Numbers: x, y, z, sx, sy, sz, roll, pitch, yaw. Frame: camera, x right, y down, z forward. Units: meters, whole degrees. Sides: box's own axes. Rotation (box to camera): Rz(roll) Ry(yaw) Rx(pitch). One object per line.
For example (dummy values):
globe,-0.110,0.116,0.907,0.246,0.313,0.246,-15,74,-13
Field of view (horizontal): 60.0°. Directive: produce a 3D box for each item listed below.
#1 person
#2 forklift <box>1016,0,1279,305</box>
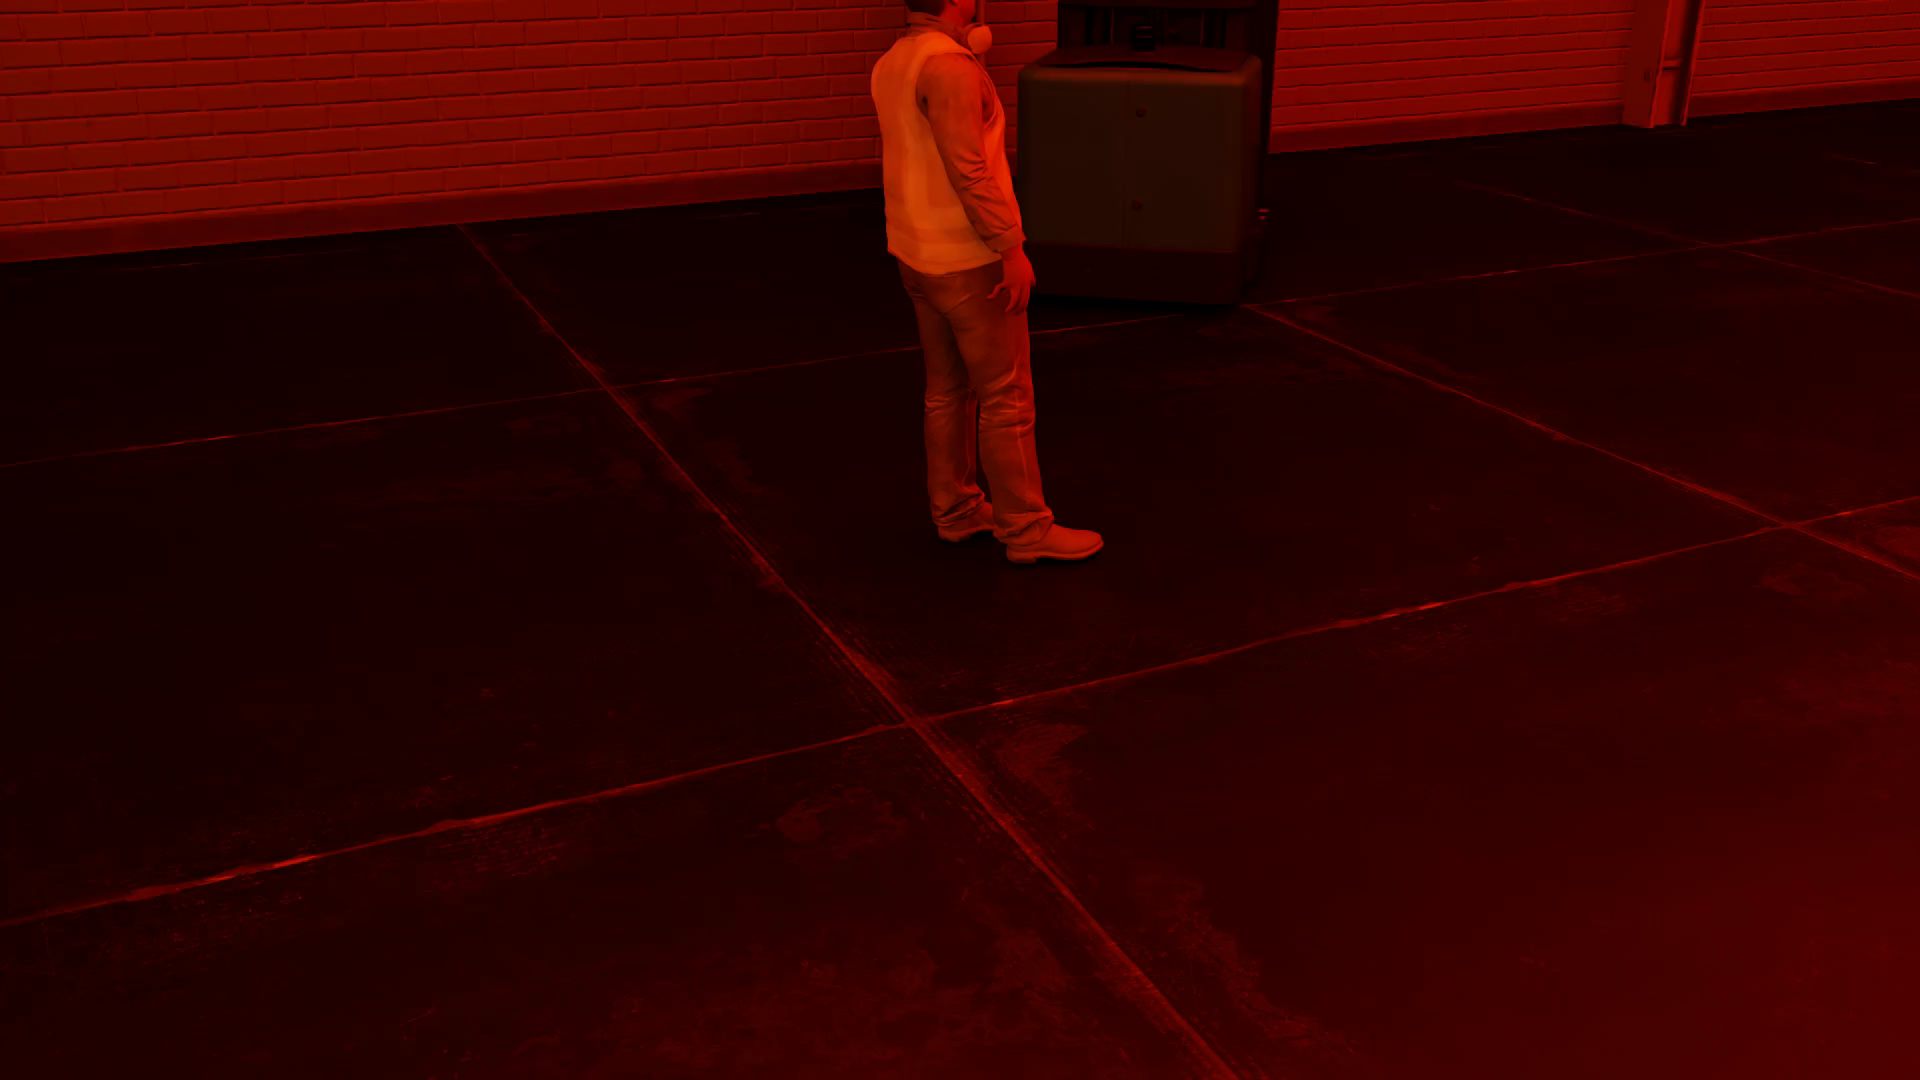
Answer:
person,0.060,-0.833,4.781,0.568,1.773,0.632,-10,25,-23
forklift,1.086,-2.945,8.377,1.130,2.935,3.031,5,23,13
